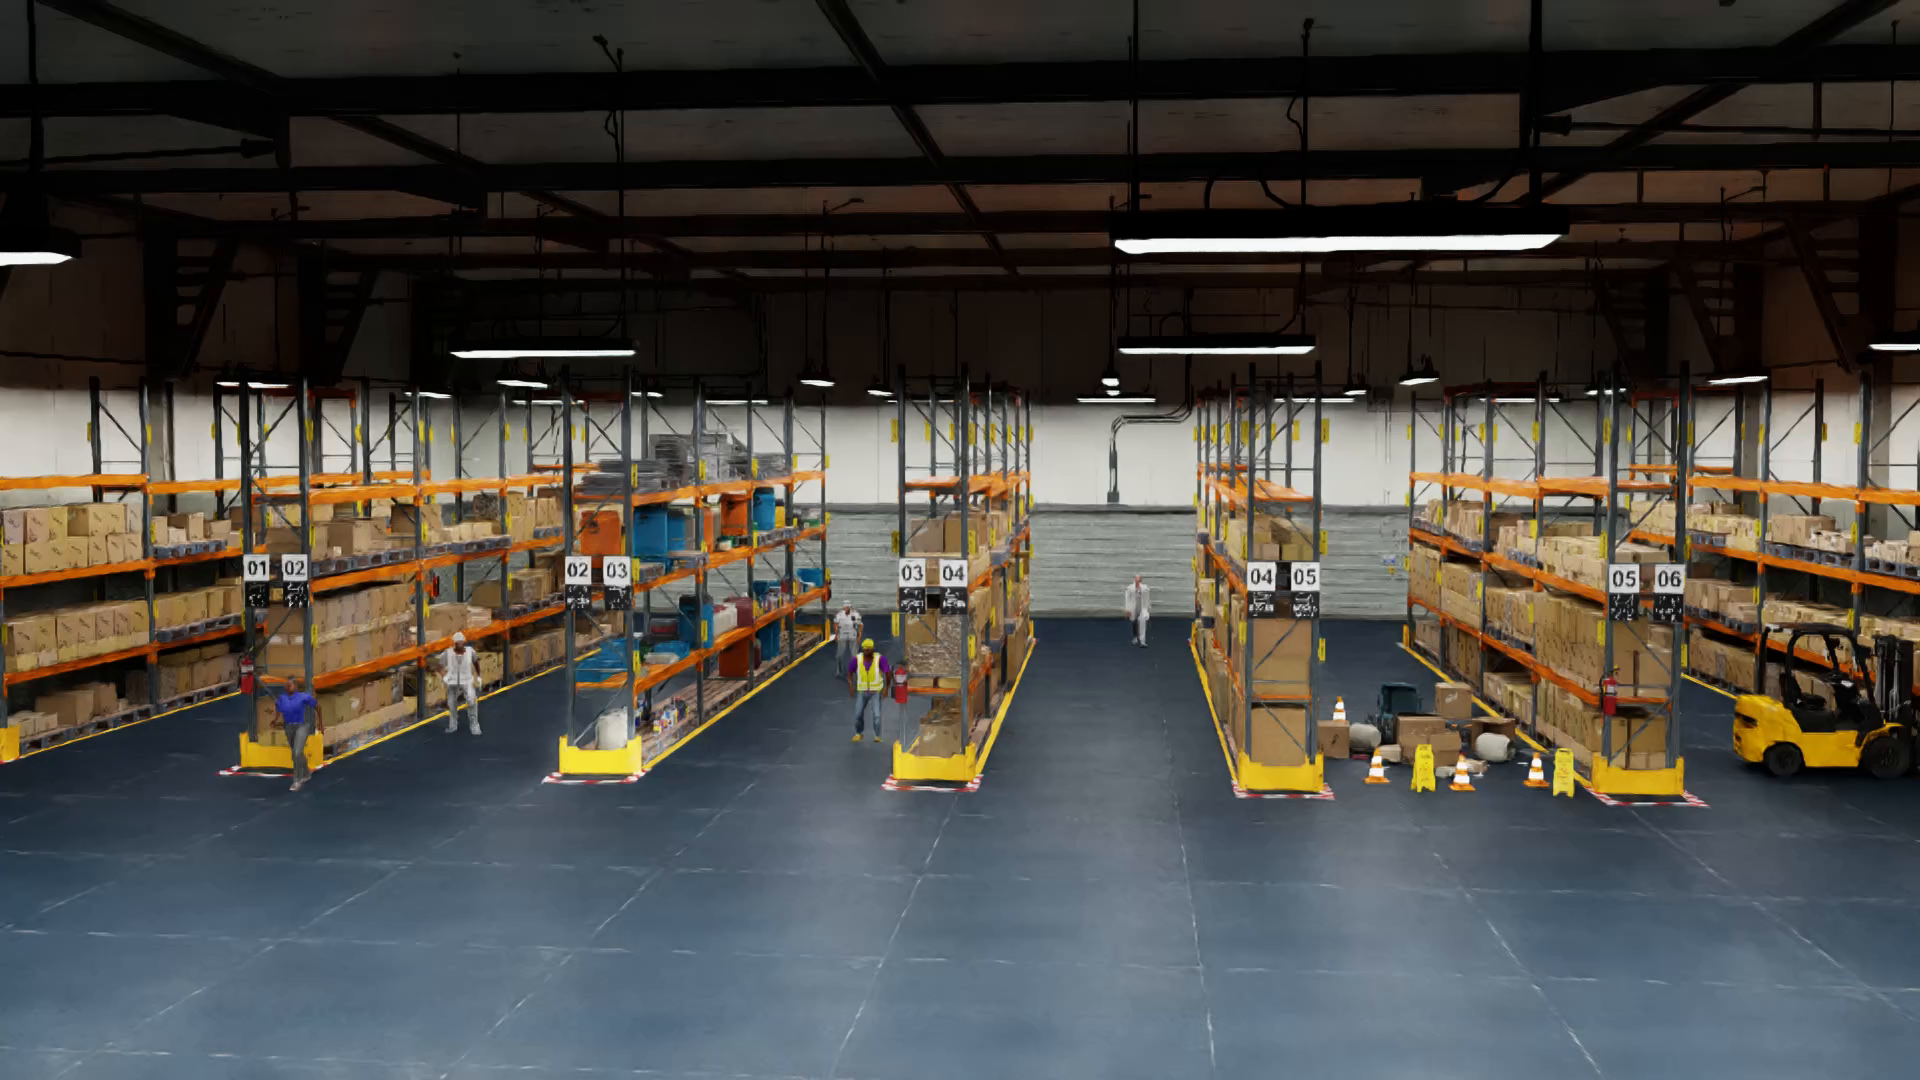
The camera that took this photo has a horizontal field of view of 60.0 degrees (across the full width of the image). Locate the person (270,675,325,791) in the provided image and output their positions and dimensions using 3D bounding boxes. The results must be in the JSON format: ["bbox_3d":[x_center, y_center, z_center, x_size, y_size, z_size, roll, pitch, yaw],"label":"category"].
[{"bbox_3d":[-9.411,2.695,23.585,0.603,1.590,0.831,1,4,11],"label":"person"}]

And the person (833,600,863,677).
[{"bbox_3d":[-2.301,2.015,34.148,0.625,1.611,0.575,0,4,4],"label":"person"}]

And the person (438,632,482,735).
[{"bbox_3d":[-8.284,2.363,27.578,0.701,1.714,0.817,-1,4,-13],"label":"person"}]

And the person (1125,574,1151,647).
[{"bbox_3d":[4.172,1.630,39.035,0.598,1.698,1.193,1,4,8],"label":"person"}]

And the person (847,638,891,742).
[{"bbox_3d":[-1.477,2.428,26.893,0.719,1.715,0.578,0,4,5],"label":"person"}]
